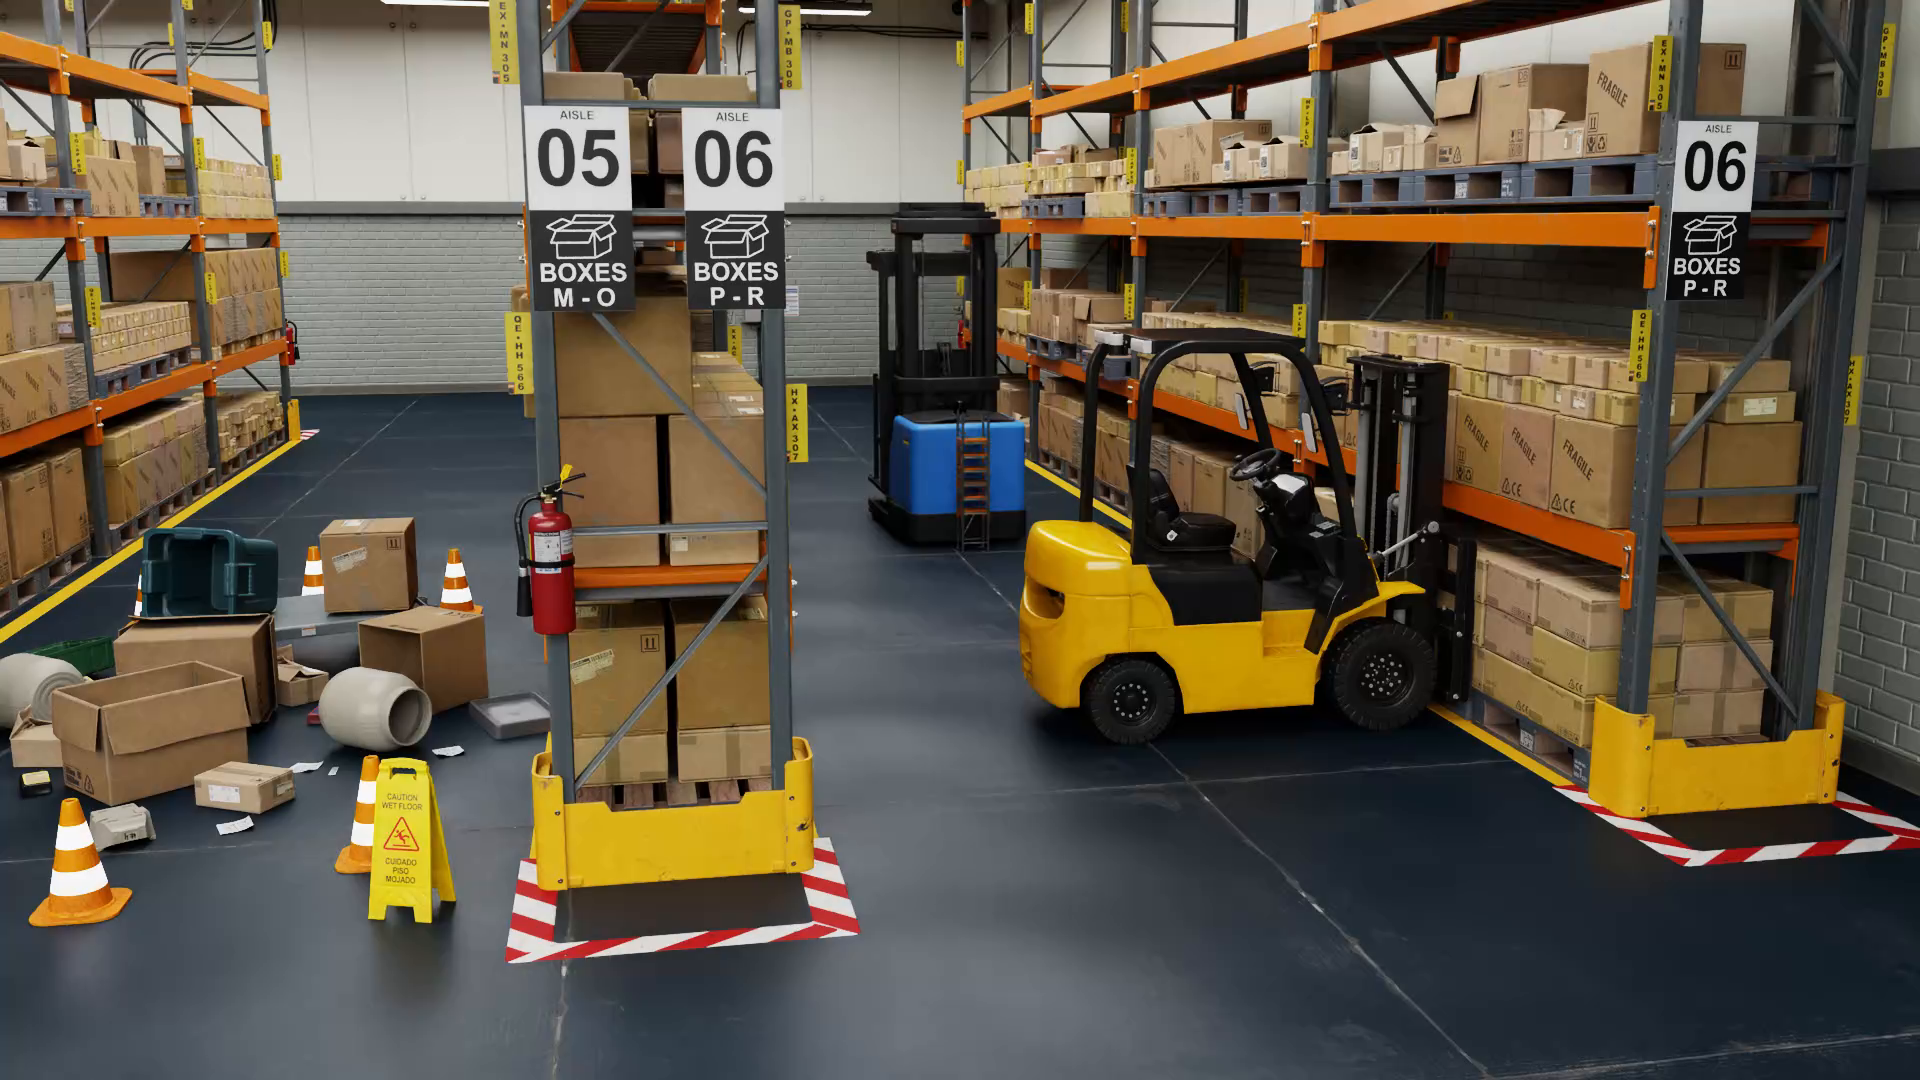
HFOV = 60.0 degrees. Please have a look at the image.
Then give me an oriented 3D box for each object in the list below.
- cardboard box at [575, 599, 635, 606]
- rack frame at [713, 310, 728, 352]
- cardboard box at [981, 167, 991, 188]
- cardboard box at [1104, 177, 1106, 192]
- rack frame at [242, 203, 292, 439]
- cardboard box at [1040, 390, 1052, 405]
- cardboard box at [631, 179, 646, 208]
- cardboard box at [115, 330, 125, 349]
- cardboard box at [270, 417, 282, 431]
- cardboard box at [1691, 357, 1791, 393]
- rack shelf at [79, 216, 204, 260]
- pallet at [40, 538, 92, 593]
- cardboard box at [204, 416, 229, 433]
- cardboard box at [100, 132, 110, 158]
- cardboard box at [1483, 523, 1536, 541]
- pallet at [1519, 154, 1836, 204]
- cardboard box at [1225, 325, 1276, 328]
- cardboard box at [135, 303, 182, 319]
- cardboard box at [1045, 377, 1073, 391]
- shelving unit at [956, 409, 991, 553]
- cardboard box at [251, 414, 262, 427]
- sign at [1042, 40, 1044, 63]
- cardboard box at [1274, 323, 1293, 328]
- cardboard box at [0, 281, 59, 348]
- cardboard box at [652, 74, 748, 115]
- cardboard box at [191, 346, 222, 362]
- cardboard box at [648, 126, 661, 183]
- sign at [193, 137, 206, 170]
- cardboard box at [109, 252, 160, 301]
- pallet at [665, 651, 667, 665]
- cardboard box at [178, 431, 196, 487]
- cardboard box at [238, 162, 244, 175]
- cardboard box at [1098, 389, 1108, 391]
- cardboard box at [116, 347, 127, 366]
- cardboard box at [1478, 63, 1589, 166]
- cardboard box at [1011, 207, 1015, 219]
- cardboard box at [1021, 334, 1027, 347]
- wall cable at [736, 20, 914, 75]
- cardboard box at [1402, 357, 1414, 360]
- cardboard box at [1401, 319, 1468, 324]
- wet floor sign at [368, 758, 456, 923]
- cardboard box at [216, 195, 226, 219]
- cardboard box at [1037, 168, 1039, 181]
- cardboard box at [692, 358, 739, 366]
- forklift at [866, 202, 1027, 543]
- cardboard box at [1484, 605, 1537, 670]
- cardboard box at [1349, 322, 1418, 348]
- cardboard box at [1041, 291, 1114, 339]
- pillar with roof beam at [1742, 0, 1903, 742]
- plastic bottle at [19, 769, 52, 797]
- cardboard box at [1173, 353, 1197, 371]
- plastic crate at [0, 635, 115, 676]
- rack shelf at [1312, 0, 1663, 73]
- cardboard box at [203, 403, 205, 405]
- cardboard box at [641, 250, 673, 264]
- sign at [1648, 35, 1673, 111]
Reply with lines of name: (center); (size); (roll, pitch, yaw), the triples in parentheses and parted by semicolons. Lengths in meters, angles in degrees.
cardboard box: (-1.765, 0.215, 8.034); (0.380, 0.149, 0.250); (-2, 11, -9)
rack frame: (-1.994, -0.774, 10.738); (1.000, 3.000, 0.127); (-2, 11, -11)
cardboard box: (0.572, -4.671, 21.462); (0.500, 0.250, 0.500); (-2, 11, -12)
cardboard box: (1.643, -3.529, 16.529); (0.380, 0.149, 0.250); (-2, 11, -11)
rack frame: (-9.163, -2.776, 21.258); (1.000, 3.000, 0.127); (-2, 11, -11)
cardboard box: (1.127, -1.644, 19.136); (0.380, 0.149, 0.250); (-2, 11, -8)
cardboard box: (-1.642, -1.589, 7.670); (0.380, 0.149, 0.250); (-2, 11, -11)
cardboard box: (-7.664, -1.778, 14.771); (0.380, 0.149, 0.250); (-2, 11, -11)
cardboard box: (-8.707, -1.449, 20.790); (0.380, 0.149, 0.250); (-2, 11, -9)
cardboard box: (3.797, -0.804, 8.103); (0.380, 0.149, 0.250); (-2, 11, -12)
rack shelf: (-7.996, -2.796, 15.264); (1.077, 0.370, 4.000); (-2, 11, -11)
pallet: (-7.528, 0.209, 13.036); (1.003, 0.211, 1.213); (-2, 11, -11)
cardboard box: (-8.245, -1.264, 18.224); (0.380, 0.149, 0.250); (-2, 11, -8)
cardboard box: (-7.604, -3.431, 14.366); (0.396, 0.266, 0.258); (-2, 11, -11)
cardboard box: (3.464, 0.059, 9.919); (0.500, 0.250, 0.500); (-2, 11, -12)
pallet: (3.540, -1.782, 8.250); (1.003, 0.211, 1.213); (-2, 11, -11)
cardboard box: (2.313, -1.610, 13.133); (0.380, 0.149, 0.250); (-2, 11, -11)
cardboard box: (-8.063, -2.302, 16.724); (0.380, 0.149, 0.250); (-2, 11, -13)
cardboard box: (1.187, -1.792, 19.120); (0.380, 0.149, 0.250); (-2, 11, -12)
shelving unit: (0.112, -0.500, 14.114); (0.258, 1.200, 0.189); (-2, 11, -13)
cardboard box: (-8.533, -1.404, 19.756); (0.380, 0.149, 0.250); (-2, 11, -8)
sign: (1.089, -6.656, 22.677); (0.100, 0.325, 0.005); (-2, 11, -11)
cardboard box: (2.766, -1.676, 13.478); (0.380, 0.149, 0.250); (-2, 11, -11)
cardboard box: (-7.530, -1.766, 13.012); (0.700, 0.500, 0.500); (-2, 11, -11)
cardboard box: (-1.085, -1.854, 6.934); (0.380, 0.149, 0.250); (-2, 11, -11)
cardboard box: (-8.120, -1.983, 17.763); (0.380, 0.149, 0.250); (-2, 11, -9)
cardboard box: (-1.265, -1.874, 8.105); (0.500, 0.250, 0.500); (-2, 11, -9)
sign: (-7.842, -3.984, 17.148); (0.100, 0.325, 0.005); (-2, 11, -11)
cardboard box: (-8.742, -2.805, 17.675); (0.500, 0.500, 0.500); (-3, 11, -13)
pallet: (-1.828, 0.718, 10.359); (1.003, 0.211, 1.213); (-2, 11, -11)
cardboard box: (-7.895, -0.800, 16.439); (0.500, 0.500, 0.500); (-2, 11, -12)
cardboard box: (-8.592, -4.331, 19.404); (0.380, 0.149, 0.250); (-2, 11, -10)
cardboard box: (1.673, -1.662, 19.233); (0.380, 0.149, 0.250); (-3, 11, -13)
cardboard box: (-7.656, -1.629, 14.782); (0.380, 0.149, 0.250); (-2, 11, -8)
cardboard box: (3.226, -2.263, 8.884); (0.700, 0.500, 0.500); (-2, 11, -11)
cardboard box: (0.827, -3.967, 20.167); (0.380, 0.149, 0.250); (-2, 11, -11)
cardboard box: (0.937, -2.395, 19.928); (0.380, 0.149, 0.250); (-2, 11, -9)
wall cable: (-2.232, -7.094, 27.802); (2.988, 3.039, 0.133); (-2, 11, -11)
cardboard box: (2.833, -1.064, 10.263); (0.380, 0.149, 0.250); (-2, 11, -12)
cardboard box: (3.233, -1.421, 11.343); (0.380, 0.149, 0.250); (-2, 11, -11)
wet floor sign: (-2.228, 1.190, 6.717); (0.267, 0.644, 0.232); (2, 11, 9)
cardboard box: (-8.323, -3.628, 18.115); (0.500, 0.250, 0.500); (-2, 11, -12)
cardboard box: (1.068, -4.057, 18.451); (0.380, 0.149, 0.250); (-2, 11, -10)
cardboard box: (-1.556, -0.802, 9.826); (0.500, 0.500, 0.500); (-2, 11, -9)
forklift: (-0.254, -1.644, 15.497); (1.130, 2.935, 3.031); (-2, 11, -13)
cardboard box: (3.164, 0.507, 8.902); (0.500, 0.250, 0.500); (-2, 11, -12)
cardboard box: (2.802, -1.355, 10.997); (0.380, 0.149, 0.250); (-2, 11, -10)
cardboard box: (1.294, -2.486, 18.343); (0.700, 0.500, 0.500); (-2, 11, -10)
pillar with roof beam: (0.178, -3.172, 7.296); (9.100, 9.000, 0.400); (-2, 11, -11)
plastic bottle: (-4.582, 1.198, 8.239); (0.133, 0.061, 0.283); (-6, 13, -31)
cardboard box: (2.124, -1.582, 14.047); (0.500, 0.250, 0.500); (-2, 11, -12)
plastic crate: (-5.511, 0.762, 10.036); (0.450, 0.188, 0.662); (-7, 8, 20)
rack shelf: (3.264, -2.985, 9.307); (1.077, 0.370, 4.000); (-2, 11, -11)
cardboard box: (-9.119, -1.525, 19.596); (0.380, 0.149, 0.250); (-2, 11, -10)
cardboard box: (-3.422, -3.214, 18.881); (0.380, 0.149, 0.250); (-2, 11, -10)
sign: (3.118, -2.074, 7.390); (0.100, 0.325, 0.005); (-2, 11, -11)
